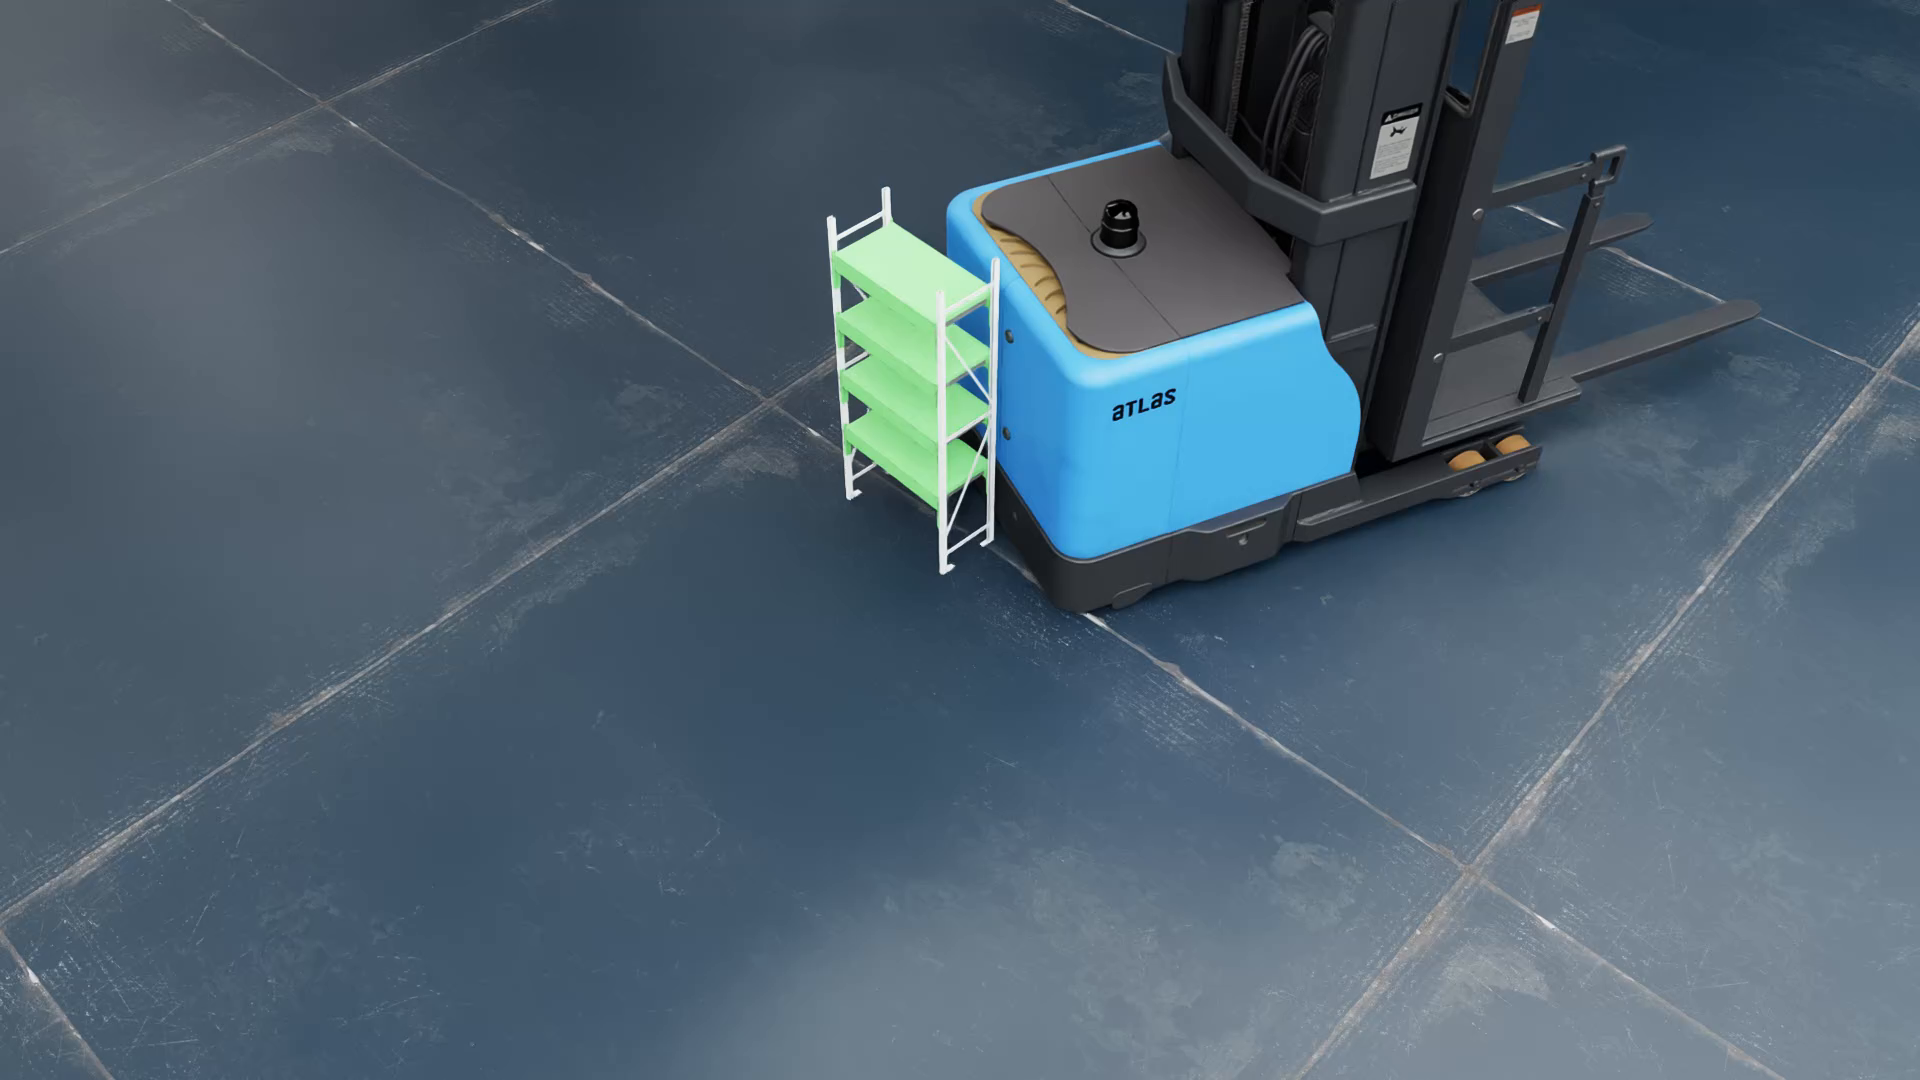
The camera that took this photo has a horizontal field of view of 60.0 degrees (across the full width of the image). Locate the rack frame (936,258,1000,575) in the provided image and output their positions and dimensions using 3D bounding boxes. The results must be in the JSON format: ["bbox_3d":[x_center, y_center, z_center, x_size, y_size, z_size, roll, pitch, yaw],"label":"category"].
[{"bbox_3d":[0.024,-0.356,5.261,0.240,1.200,0.015,-34,56,-28],"label":"rack frame"}]

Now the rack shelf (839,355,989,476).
[{"bbox_3d":[-0.142,-0.442,5.430,0.258,0.148,0.480,-34,56,-28],"label":"rack shelf"}]

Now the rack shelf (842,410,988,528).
[{"bbox_3d":[-0.142,-0.278,5.604,0.258,0.148,0.480,-34,56,-28],"label":"rack shelf"}]

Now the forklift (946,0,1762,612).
[{"bbox_3d":[1.505,-1.492,5.140,3.031,2.935,1.130,-18,49,-16],"label":"forklift"}]

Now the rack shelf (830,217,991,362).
[{"bbox_3d":[-0.142,-0.770,5.080,0.258,0.148,0.480,-34,56,-28],"label":"rack shelf"}]

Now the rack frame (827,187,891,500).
[{"bbox_3d":[-0.309,-0.616,5.505,0.240,1.200,0.015,-34,56,-28],"label":"rack frame"}]

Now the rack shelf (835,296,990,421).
[{"bbox_3d":[-0.142,-0.606,5.255,0.258,0.148,0.480,-34,56,-28],"label":"rack shelf"}]

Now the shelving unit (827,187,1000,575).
[{"bbox_3d":[-0.142,-0.486,5.383,0.258,1.200,0.503,-34,56,-28],"label":"shelving unit"}]
